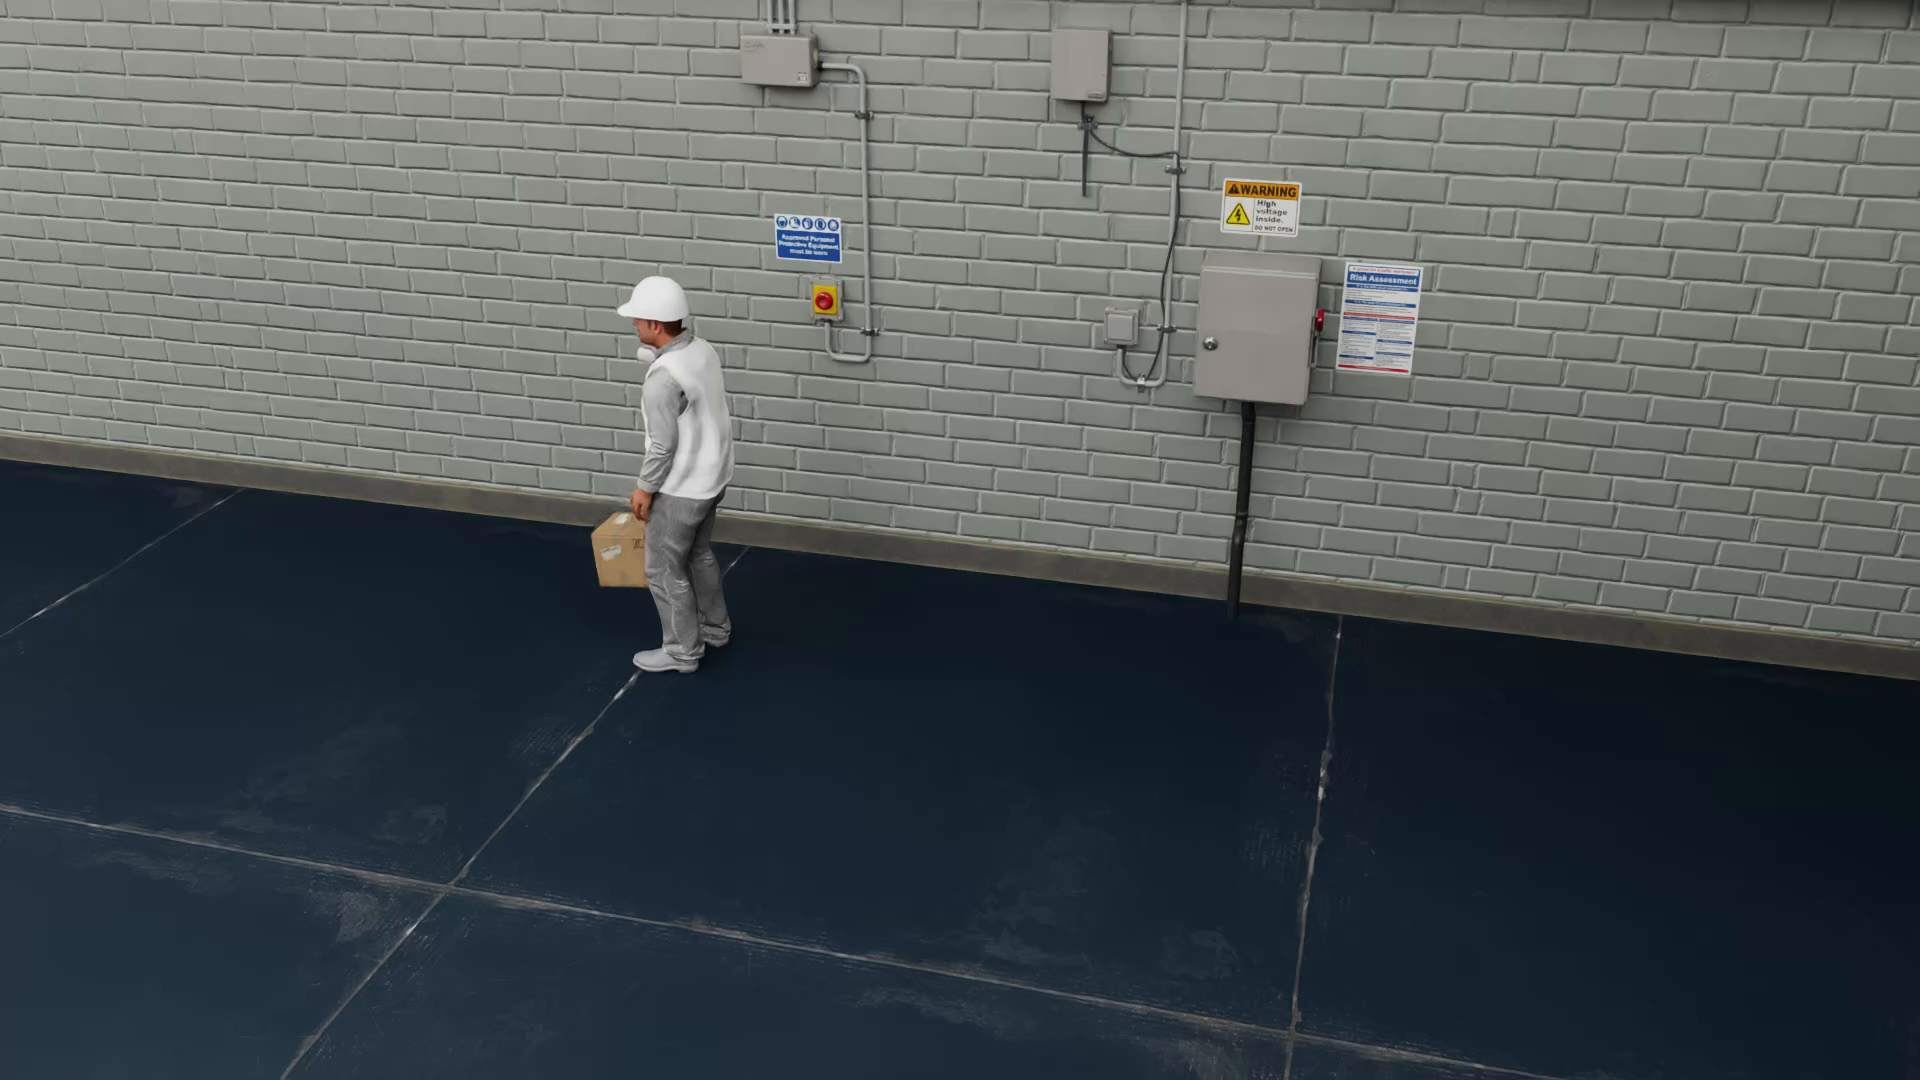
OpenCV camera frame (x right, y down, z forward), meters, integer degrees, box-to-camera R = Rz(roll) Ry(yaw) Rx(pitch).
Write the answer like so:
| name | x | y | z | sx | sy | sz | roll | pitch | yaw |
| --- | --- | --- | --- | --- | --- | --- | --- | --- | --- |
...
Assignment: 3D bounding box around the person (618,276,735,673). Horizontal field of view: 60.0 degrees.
| name | x | y | z | sx | sy | sz | roll | pitch | yaw |
| --- | --- | --- | --- | --- | --- | --- | --- | --- | --- |
| person | -1.207 | -0.268 | 7.143 | 0.472 | 1.776 | 0.560 | 6 | 26 | 12 |
